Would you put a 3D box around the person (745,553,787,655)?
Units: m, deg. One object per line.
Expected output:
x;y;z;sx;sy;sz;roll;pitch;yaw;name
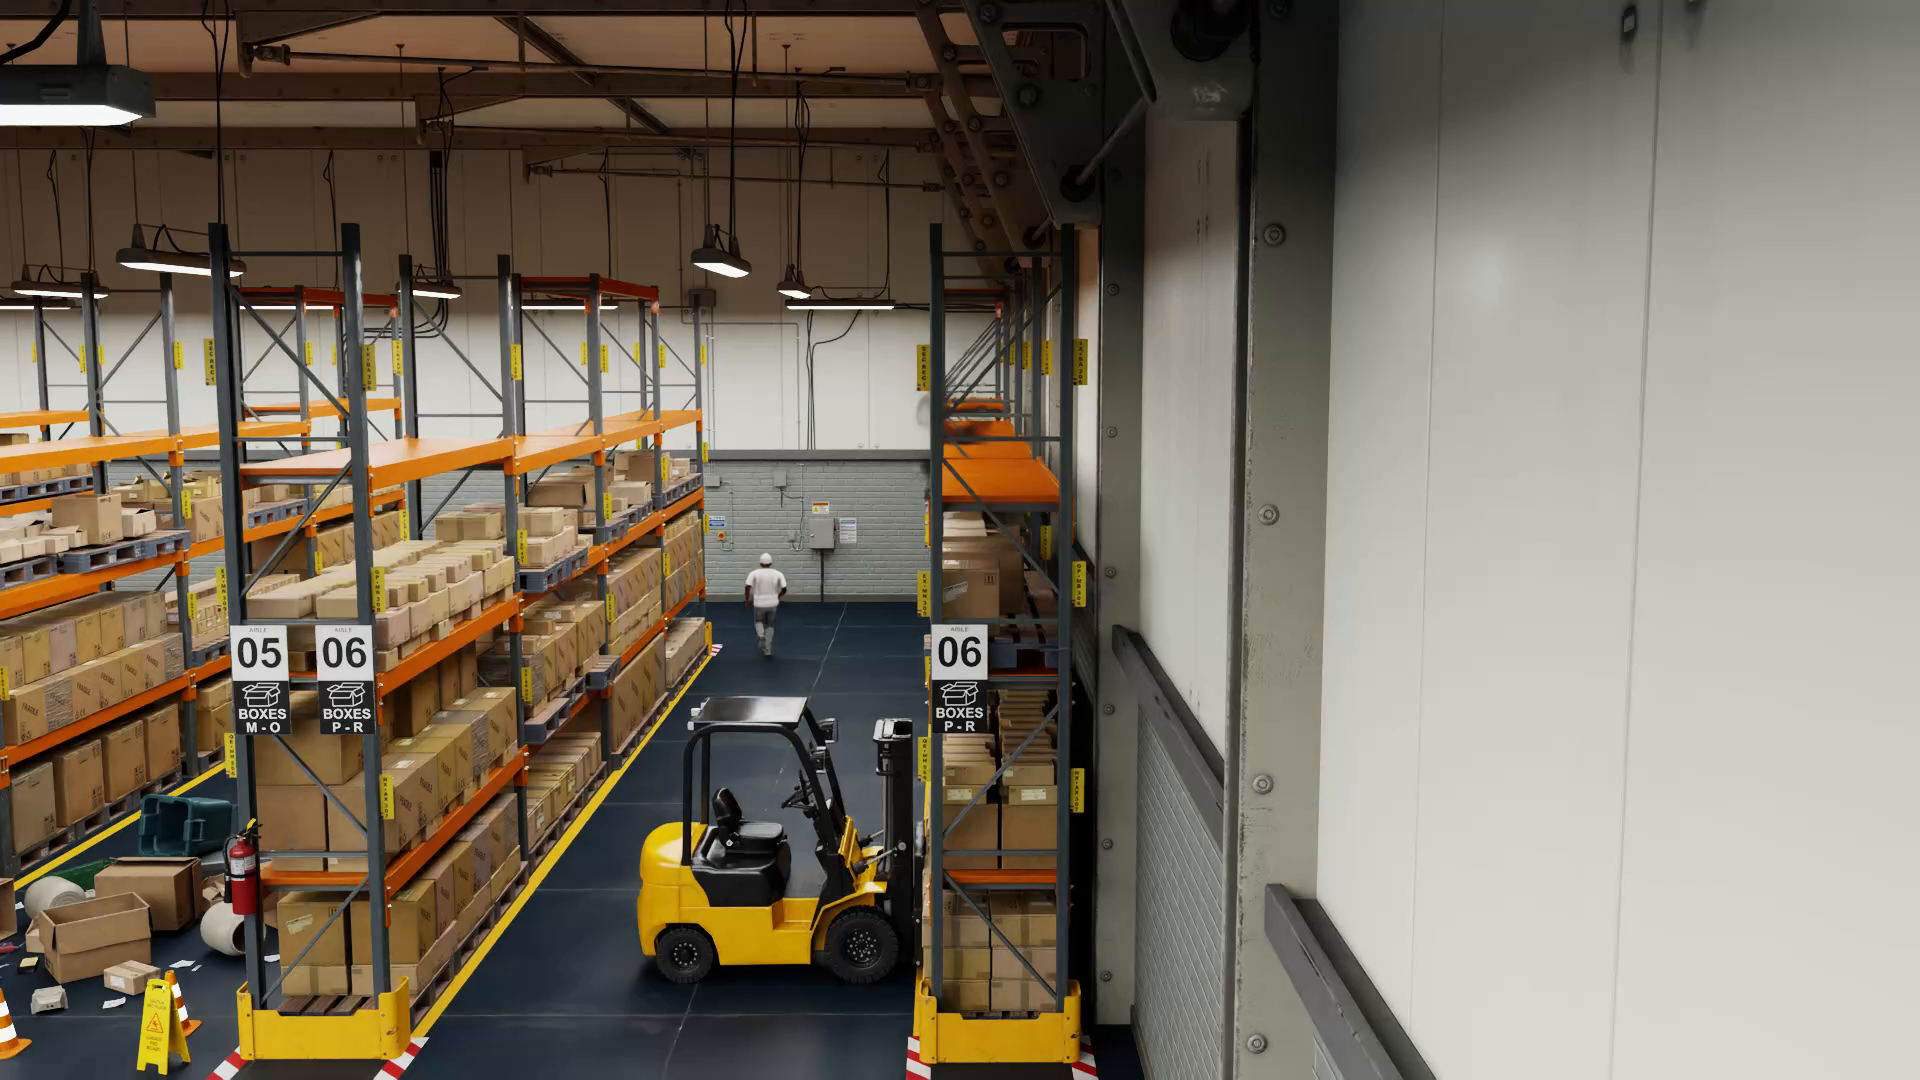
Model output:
-3.263;1.073;27.884;0.711;1.705;0.600;-1;7;-11;person
